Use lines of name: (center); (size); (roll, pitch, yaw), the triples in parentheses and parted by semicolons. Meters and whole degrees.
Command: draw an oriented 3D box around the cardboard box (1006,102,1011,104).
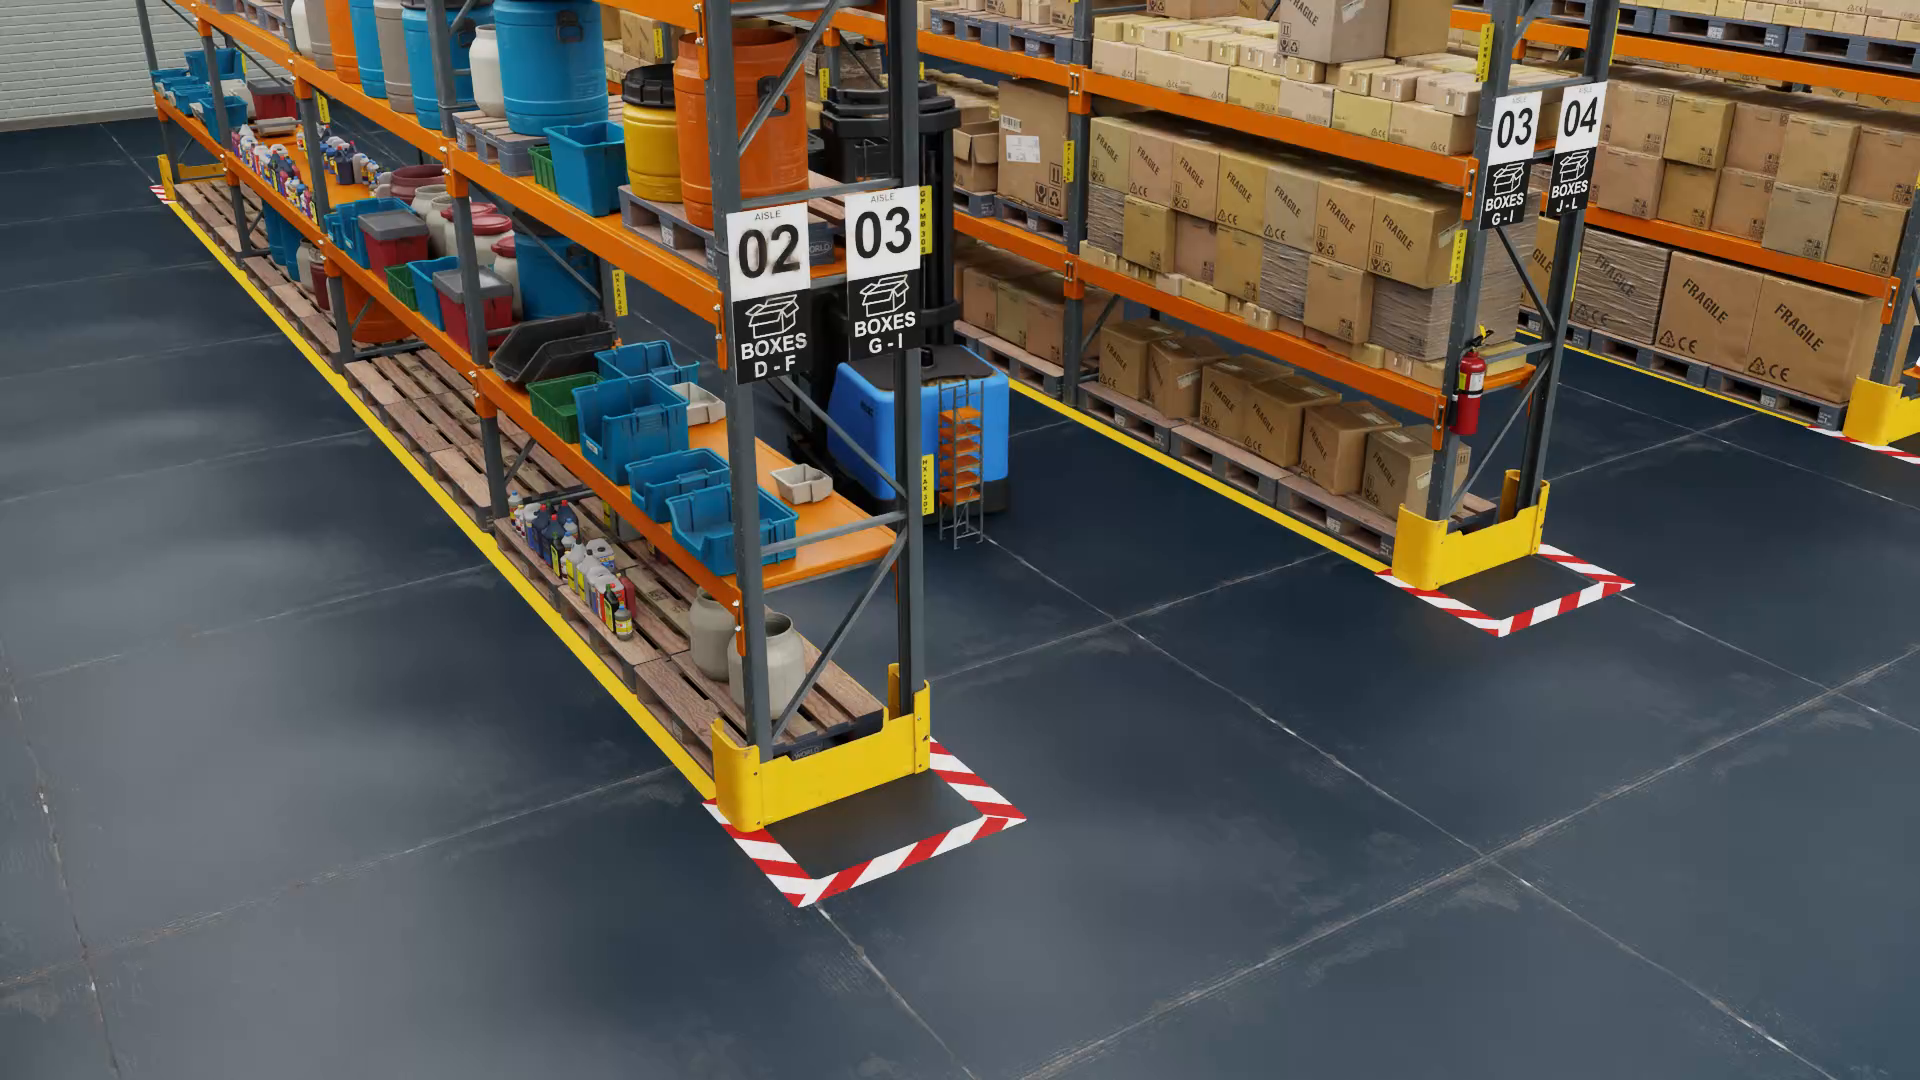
cardboard box: (8.128, -8.662, 28.984); (0.500, 0.500, 0.500); (-15, 29, -29)

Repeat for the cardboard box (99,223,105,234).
cardboard box: (-0.841, -6.700, 24.890); (0.380, 0.149, 0.250); (-16, 29, -30)

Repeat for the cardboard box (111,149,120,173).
cardboard box: (0.999, -6.555, 21.538); (0.380, 0.149, 0.250); (-15, 29, -29)

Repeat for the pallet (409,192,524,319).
pallet: (5.975, -4.752, 14.855); (1.003, 0.211, 1.213); (-16, 29, -30)

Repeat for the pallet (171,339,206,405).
pallet: (1.596, -5.053, 22.169); (1.003, 0.211, 1.213); (-16, 29, -30)

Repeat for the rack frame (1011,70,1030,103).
rack frame: (7.445, -6.351, 21.652); (1.000, 3.000, 0.127); (-16, 29, -30)

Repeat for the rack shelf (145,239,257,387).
rack shelf: (2.261, -5.551, 20.801); (1.077, 0.370, 4.000); (-16, 29, -30)

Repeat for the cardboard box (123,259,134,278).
cardboard box: (-0.141, -6.111, 23.992); (0.380, 0.149, 0.250); (-16, 29, -30)

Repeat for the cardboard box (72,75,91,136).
cardboard box: (-0.430, -7.614, 23.862); (0.500, 0.500, 0.500); (-15, 29, -29)

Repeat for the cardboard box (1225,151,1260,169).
cardboard box: (9.081, -5.884, 19.705); (0.500, 0.500, 0.500); (-16, 29, -30)

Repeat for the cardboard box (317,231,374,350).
cardboard box: (4.428, -4.950, 17.395); (0.700, 0.500, 0.500); (-16, 30, -30)

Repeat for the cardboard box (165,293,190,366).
cardboard box: (1.351, -5.326, 21.916); (0.500, 0.500, 0.500); (-14, 29, -28)

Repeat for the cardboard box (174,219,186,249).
cardboard box: (2.409, -5.631, 19.582); (0.380, 0.149, 0.250); (-15, 29, -28)

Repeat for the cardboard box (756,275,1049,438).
cardboard box: (7.219, -4.068, 12.521); (0.500, 0.250, 0.500); (-15, 29, -29)

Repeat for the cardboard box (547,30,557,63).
cardboard box: (3.100, -9.019, 27.187); (0.500, 0.500, 0.500); (-16, 30, -30)

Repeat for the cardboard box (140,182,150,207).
cardboard box: (1.720, -6.087, 20.546); (0.380, 0.149, 0.250); (-16, 30, -30)

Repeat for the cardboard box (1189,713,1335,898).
cardboard box: (8.732, -2.399, 16.205); (0.637, 0.503, 0.797); (7, 26, 15)

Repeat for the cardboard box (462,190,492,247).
cardboard box: (5.865, -4.728, 14.385); (0.380, 0.149, 0.250); (-16, 30, -30)

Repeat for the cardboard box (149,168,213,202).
cardboard box: (1.997, -6.038, 20.095); (0.380, 0.149, 0.250); (-14, 29, -27)

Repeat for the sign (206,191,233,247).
sign: (2.904, -5.519, 18.627); (0.100, 0.325, 0.005); (-16, 29, -30)

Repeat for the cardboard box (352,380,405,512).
cardboard box: (4.752, -4.081, 16.726); (0.500, 0.500, 0.500); (-16, 30, -30)

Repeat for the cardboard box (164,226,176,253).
cardboard box: (2.143, -5.674, 20.021); (0.380, 0.149, 0.250); (-17, 30, -32)

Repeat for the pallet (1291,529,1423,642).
pallet: (10.025, -3.427, 18.726); (1.003, 0.211, 1.213); (-16, 29, -30)

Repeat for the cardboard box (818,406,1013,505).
cardboard box: (7.255, -3.818, 12.458); (0.380, 0.149, 0.250); (-16, 29, -30)

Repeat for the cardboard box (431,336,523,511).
cardboard box: (5.709, -4.147, 15.543); (0.875, 0.550, 0.550); (-16, 29, -30)

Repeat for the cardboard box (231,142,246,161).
cardboard box: (2.114, -6.468, 21.005); (0.380, 0.149, 0.250); (-17, 30, -31)

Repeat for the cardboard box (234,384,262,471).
cardboard box: (2.775, -4.395, 19.946); (0.500, 0.500, 0.500); (-16, 29, -30)

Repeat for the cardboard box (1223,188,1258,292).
cardboard box: (9.184, -5.402, 18.684); (0.500, 0.500, 0.500); (-16, 30, -31)

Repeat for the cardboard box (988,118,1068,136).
cardboard box: (7.787, -6.321, 20.631); (0.500, 0.500, 0.500); (-14, 29, -27)

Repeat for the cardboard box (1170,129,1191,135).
cardboard box: (9.757, -7.932, 26.678); (0.380, 0.149, 0.250); (-17, 30, -32)

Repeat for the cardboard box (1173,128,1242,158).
cardboard box: (8.989, -6.199, 19.612); (0.380, 0.149, 0.250); (-14, 29, -27)

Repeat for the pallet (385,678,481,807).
pallet: (5.052, -2.728, 17.244); (1.003, 0.211, 1.213); (-16, 29, -30)

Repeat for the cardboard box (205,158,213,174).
cardboard box: (1.552, -6.573, 21.924); (0.380, 0.149, 0.250); (-16, 30, -31)

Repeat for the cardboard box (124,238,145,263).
cardboard box: (0.141, -6.184, 23.450); (0.380, 0.149, 0.250); (-17, 30, -32)

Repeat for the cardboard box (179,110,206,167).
cardboard box: (1.110, -7.008, 22.578); (0.500, 0.500, 0.500); (-16, 30, -30)

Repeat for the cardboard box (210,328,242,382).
cardboard box: (2.475, -4.922, 20.182); (0.500, 0.250, 0.500); (-15, 29, -29)

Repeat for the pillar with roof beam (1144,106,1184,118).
pillar with roof beam: (6.187, -11.109, 24.703); (9.100, 9.000, 0.400); (-16, 29, -30)

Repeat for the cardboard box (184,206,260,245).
cardboard box: (2.701, -5.575, 19.114); (0.380, 0.149, 0.250); (-17, 30, -32)

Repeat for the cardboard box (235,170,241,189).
cardboard box: (2.124, -6.333, 21.068); (0.380, 0.149, 0.250); (-17, 30, -32)

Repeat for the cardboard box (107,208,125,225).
cardboard box: (-0.526, -6.666, 24.470); (0.380, 0.149, 0.250); (-17, 30, -32)

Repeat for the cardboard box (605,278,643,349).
cardboard box: (6.562, -4.272, 13.421); (0.380, 0.149, 0.250); (-15, 29, -29)

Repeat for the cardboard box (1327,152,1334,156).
cardboard box: (10.999, -7.494, 25.749); (0.380, 0.149, 0.250); (-16, 30, -31)

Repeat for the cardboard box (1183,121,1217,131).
cardboard box: (10.009, -8.135, 27.108); (0.380, 0.149, 0.250); (-16, 29, -30)

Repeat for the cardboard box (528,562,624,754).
cardboard box: (6.264, -3.257, 14.923); (0.875, 0.550, 0.550); (-16, 29, -30)

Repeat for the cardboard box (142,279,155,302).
cardboard box: (0.573, -5.760, 22.899); (0.380, 0.149, 0.250); (-17, 30, -32)

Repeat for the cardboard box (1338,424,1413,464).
cardboard box: (9.743, -4.167, 18.116); (0.380, 0.149, 0.250); (-15, 29, -29)

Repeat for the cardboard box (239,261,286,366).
cardboard box: (3.372, -4.983, 18.637); (0.500, 0.500, 0.500); (-15, 29, -29)

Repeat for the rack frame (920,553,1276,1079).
rack frame: (7.720, -2.300, 13.071); (1.000, 3.000, 0.127); (-16, 29, -30)

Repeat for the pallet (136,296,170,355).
pallet: (0.773, -5.563, 23.250); (1.003, 0.211, 1.213); (-16, 29, -30)

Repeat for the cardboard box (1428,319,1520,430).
cardboard box: (10.192, -4.521, 17.310); (0.500, 0.500, 0.500); (-16, 30, -30)

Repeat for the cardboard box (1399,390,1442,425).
cardboard box: (9.990, -4.357, 17.722); (0.380, 0.149, 0.250); (-15, 29, -28)

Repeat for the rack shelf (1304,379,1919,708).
rack shelf: (10.721, -3.880, 17.260); (1.077, 0.370, 4.000); (-16, 29, -30)

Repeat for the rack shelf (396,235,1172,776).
rack shelf: (6.629, -4.047, 14.099); (1.077, 0.370, 4.000); (-16, 29, -30)

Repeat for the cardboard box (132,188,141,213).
cardboard box: (1.425, -6.142, 21.012); (0.380, 0.149, 0.250); (-15, 29, -29)

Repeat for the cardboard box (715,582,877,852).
cardboard box: (7.173, -3.173, 13.480); (0.875, 0.550, 0.550); (-16, 29, -30)

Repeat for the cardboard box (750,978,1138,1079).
cardboard box: (7.295, -1.756, 13.916); (0.875, 0.875, 0.875); (-15, 29, -29)

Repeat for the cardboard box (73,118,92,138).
cardboard box: (-0.836, -7.527, 24.437); (0.380, 0.149, 0.250); (-16, 30, -31)

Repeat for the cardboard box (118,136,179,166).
cardboard box: (1.294, -6.499, 21.071); (0.380, 0.149, 0.250); (-15, 29, -29)

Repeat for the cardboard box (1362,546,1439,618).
cardboard box: (10.026, -3.405, 18.140); (0.500, 0.250, 0.500); (-14, 29, -27)
